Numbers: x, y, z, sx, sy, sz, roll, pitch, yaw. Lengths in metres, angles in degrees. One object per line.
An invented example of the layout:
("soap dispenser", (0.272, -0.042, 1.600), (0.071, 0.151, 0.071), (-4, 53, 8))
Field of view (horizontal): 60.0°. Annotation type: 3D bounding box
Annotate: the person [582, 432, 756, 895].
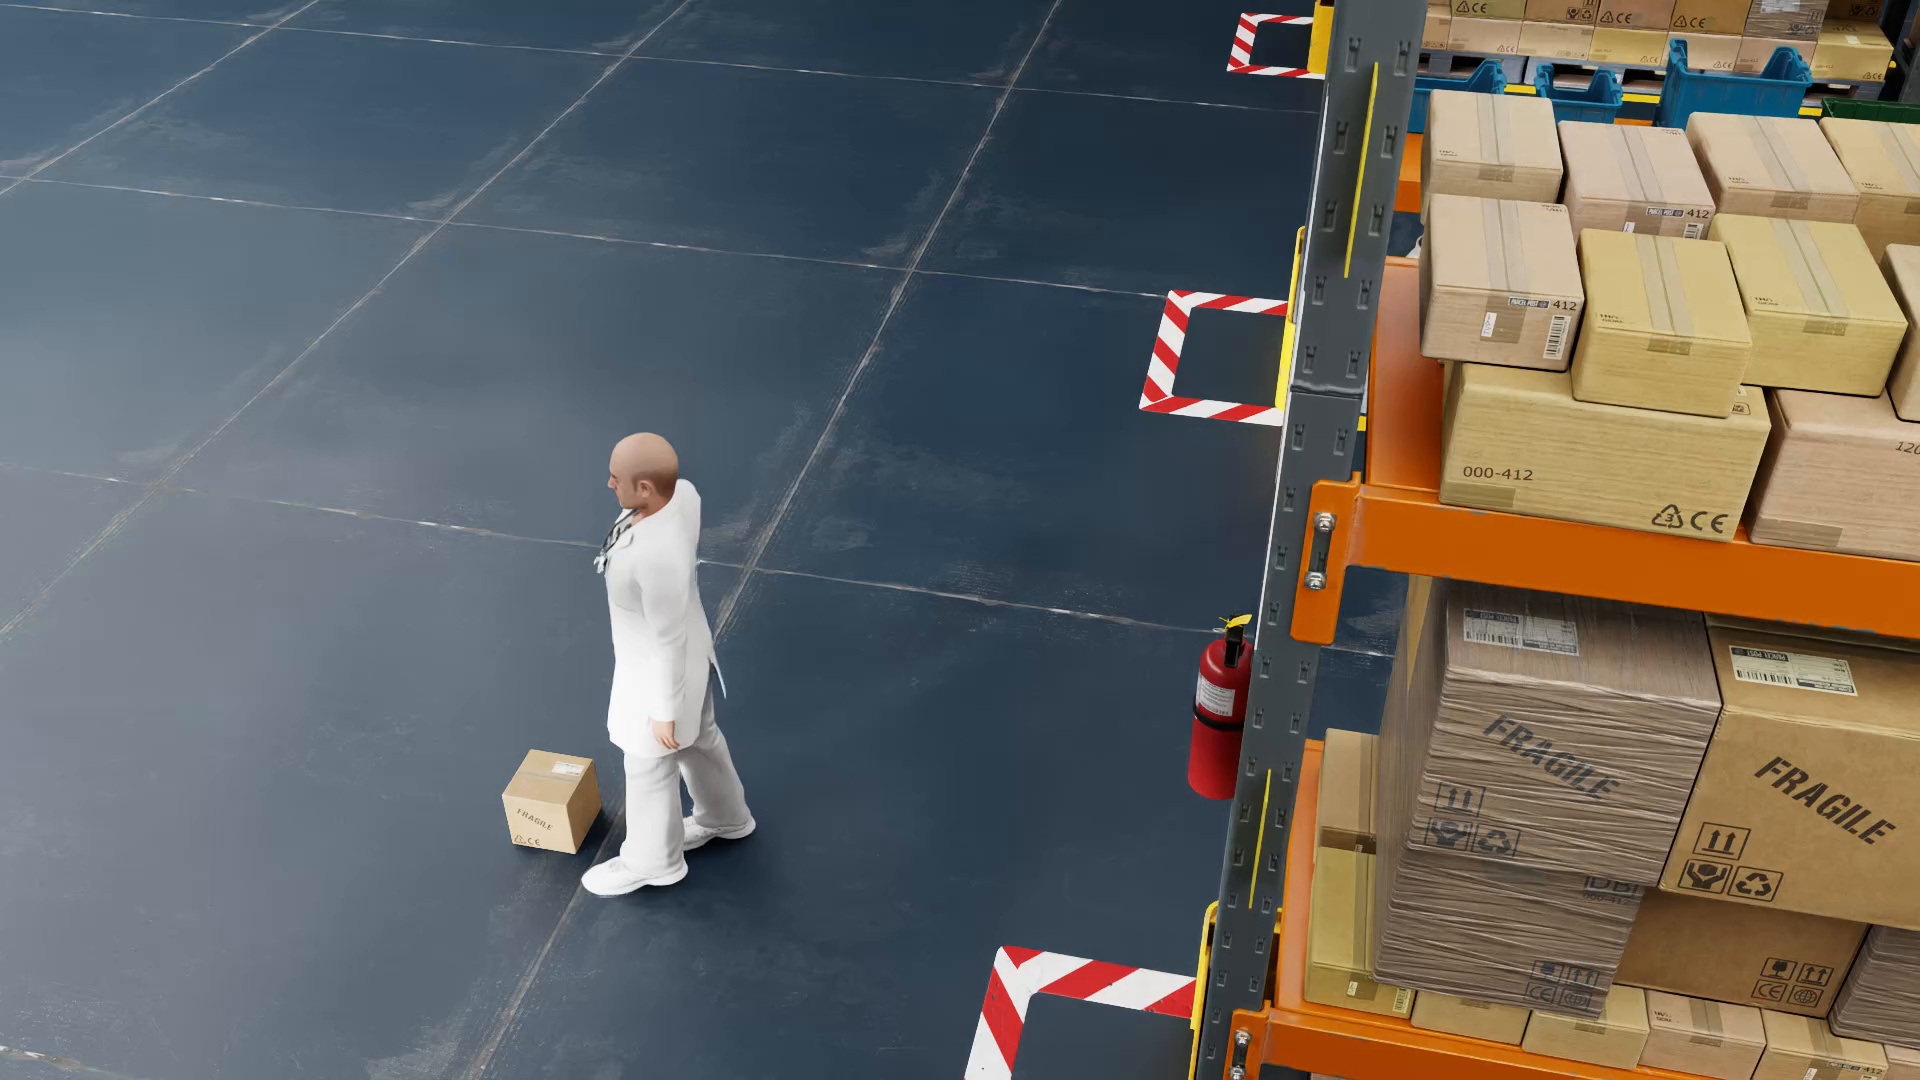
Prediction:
("person", (-1.055, 0.428, 5.564), (0.607, 1.793, 0.610), (-1, 36, -2))
